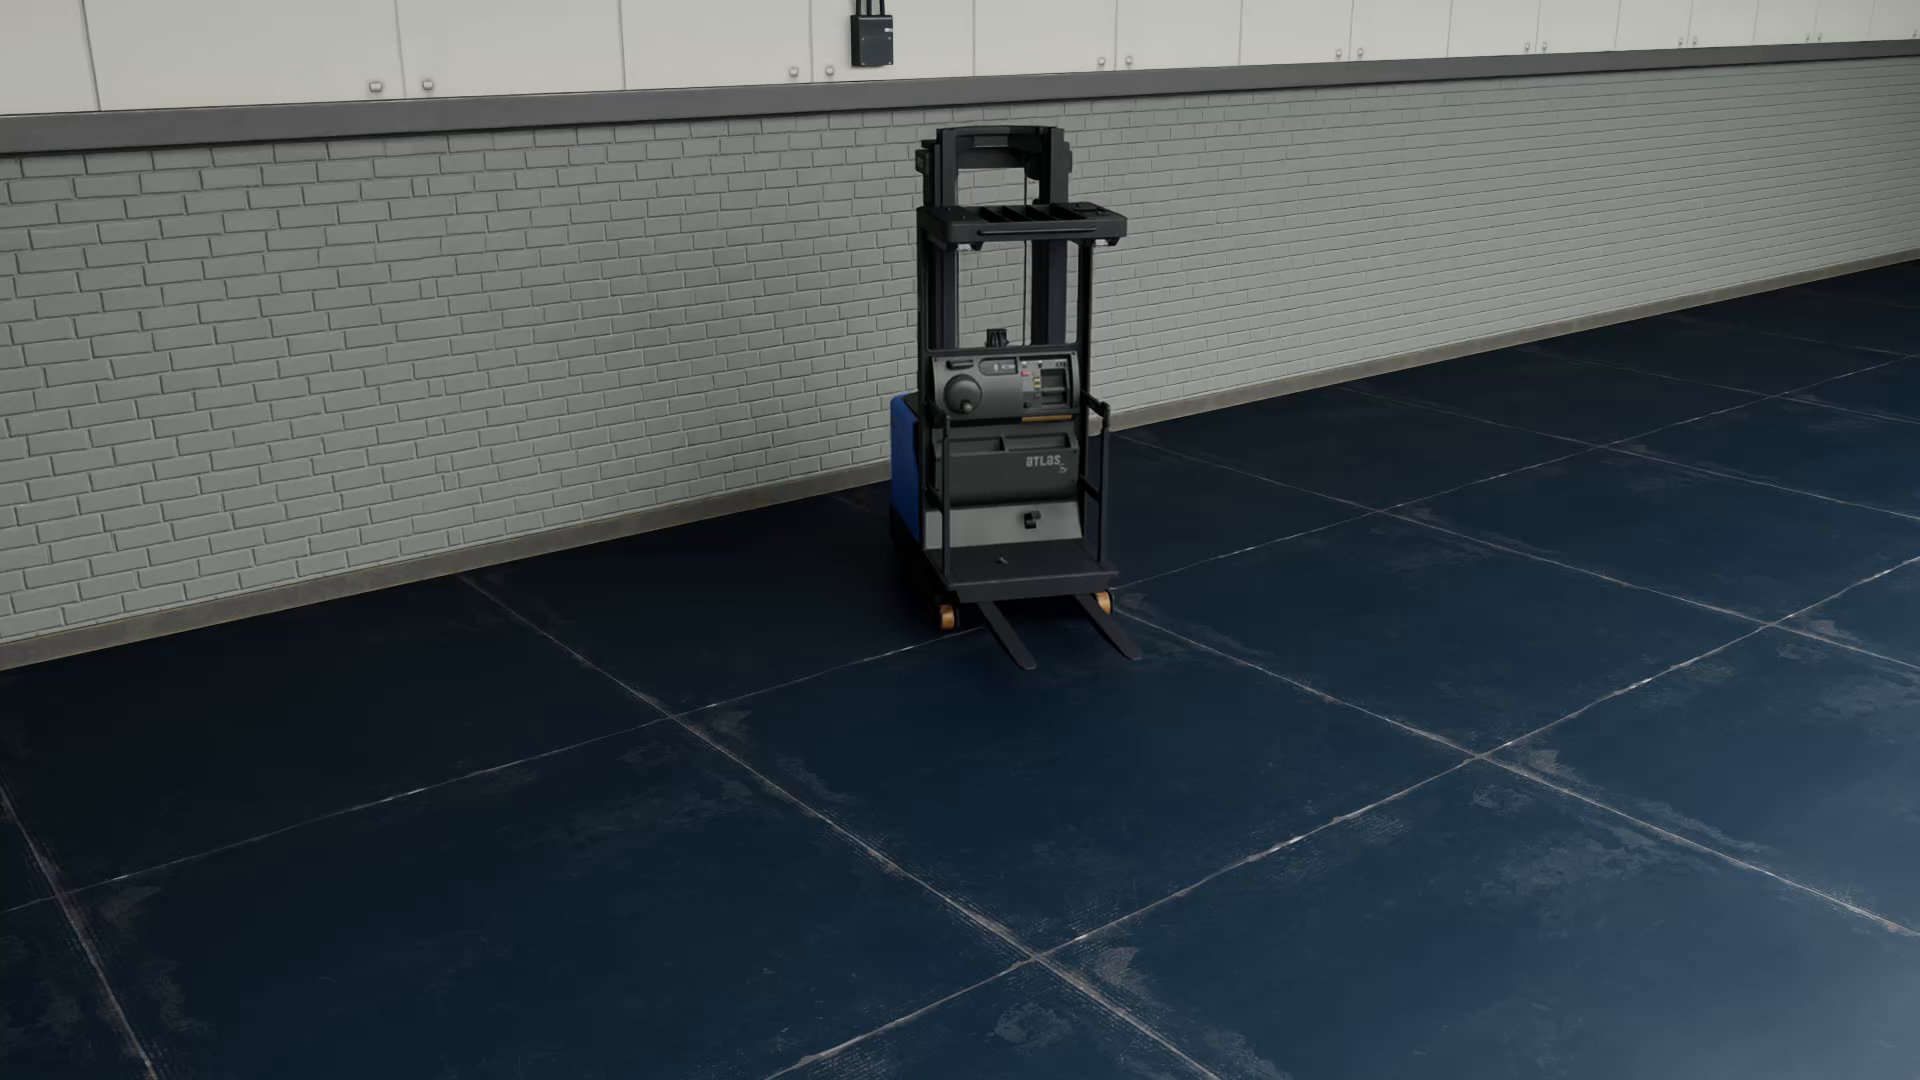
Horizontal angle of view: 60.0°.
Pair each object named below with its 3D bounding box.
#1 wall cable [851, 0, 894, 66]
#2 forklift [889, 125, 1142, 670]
[{"bbox_3d":[0.153,-6.530,11.859,2.305,6.003,0.169,-14,23,-36],"label":"wall cable"},{"bbox_3d":[0.336,-0.965,10.114,1.130,2.935,3.031,-4,19,-12],"label":"forklift"}]
